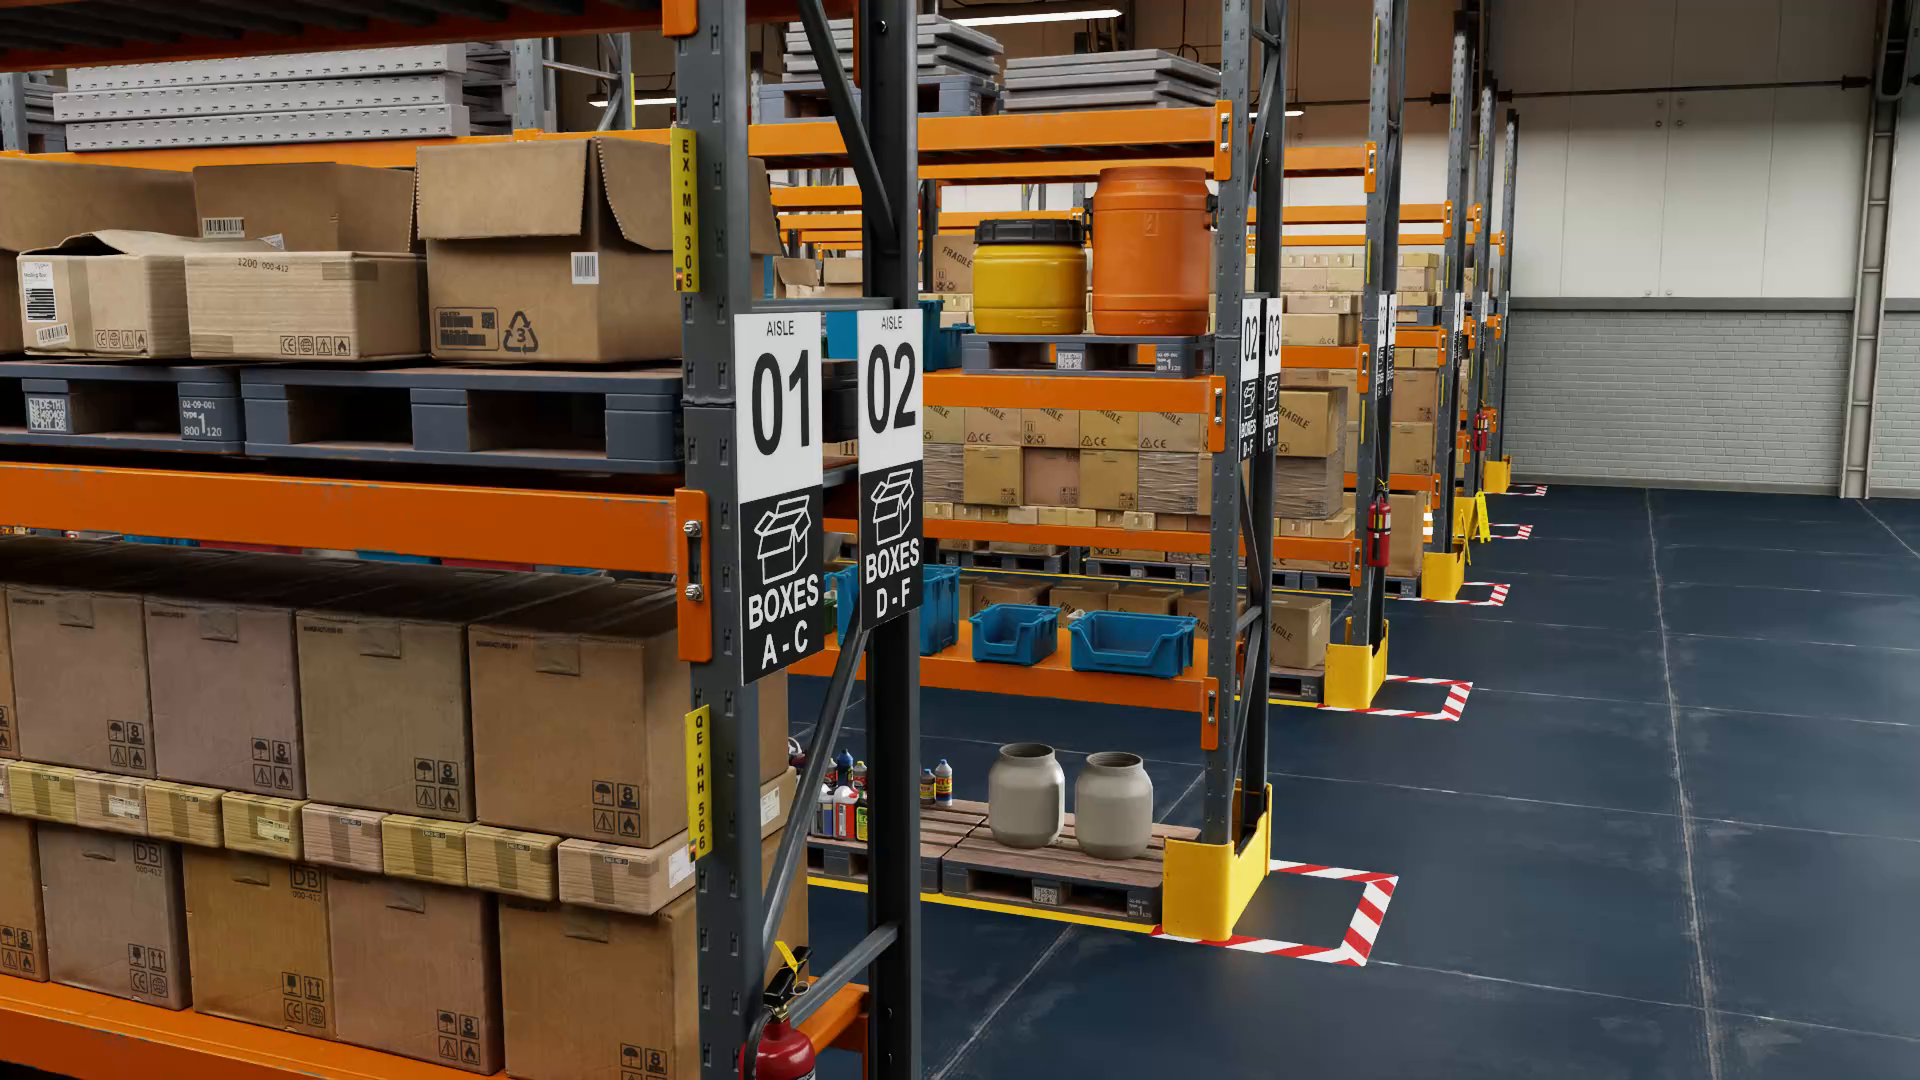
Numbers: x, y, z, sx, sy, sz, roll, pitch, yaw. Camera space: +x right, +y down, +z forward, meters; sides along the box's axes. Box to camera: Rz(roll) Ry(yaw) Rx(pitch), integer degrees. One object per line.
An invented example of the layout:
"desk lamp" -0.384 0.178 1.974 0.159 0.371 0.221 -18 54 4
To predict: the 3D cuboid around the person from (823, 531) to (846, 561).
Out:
"person" -1.432 -0.120 16.696 0.597 1.738 0.485 3 9 18
